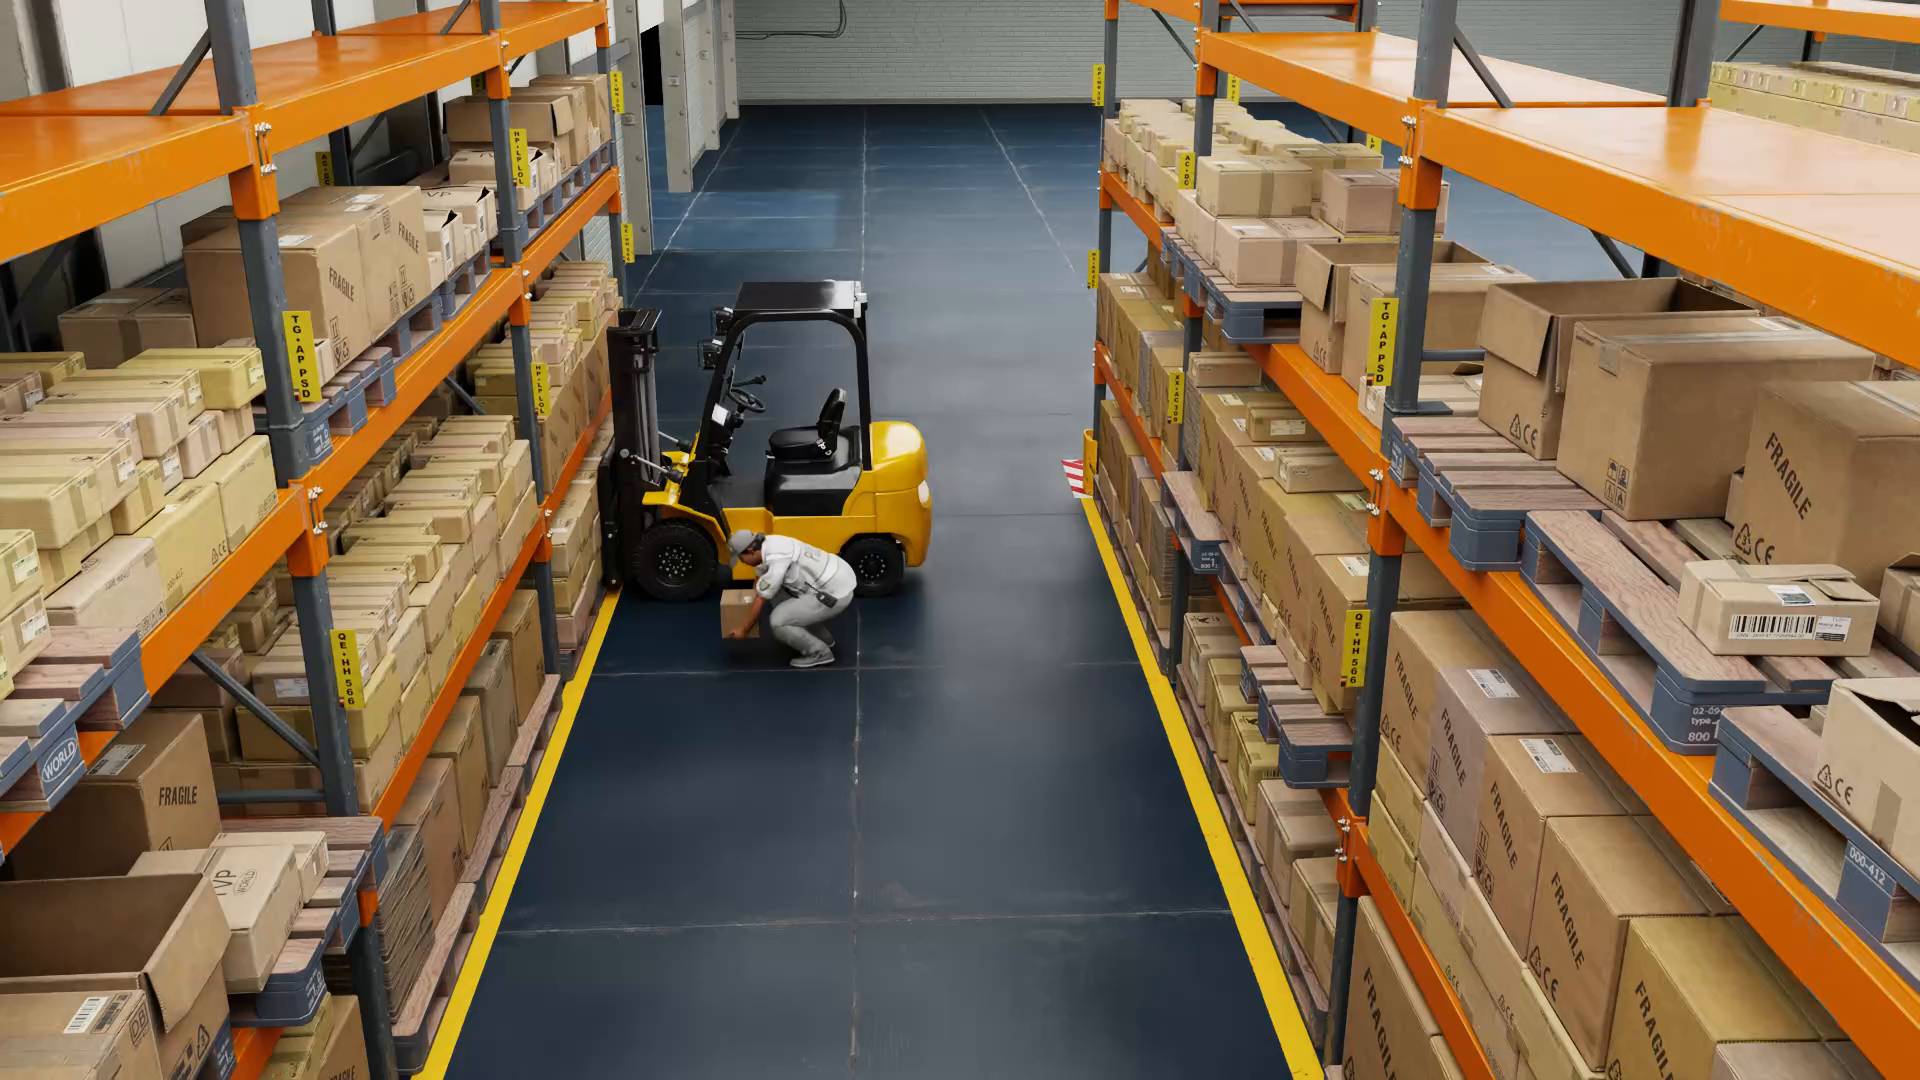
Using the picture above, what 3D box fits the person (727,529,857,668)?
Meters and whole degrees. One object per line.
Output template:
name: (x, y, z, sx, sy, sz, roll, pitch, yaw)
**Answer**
person: (-1.128, 0.357, 11.161, 0.873, 0.951, 0.508, -2, 21, -4)
